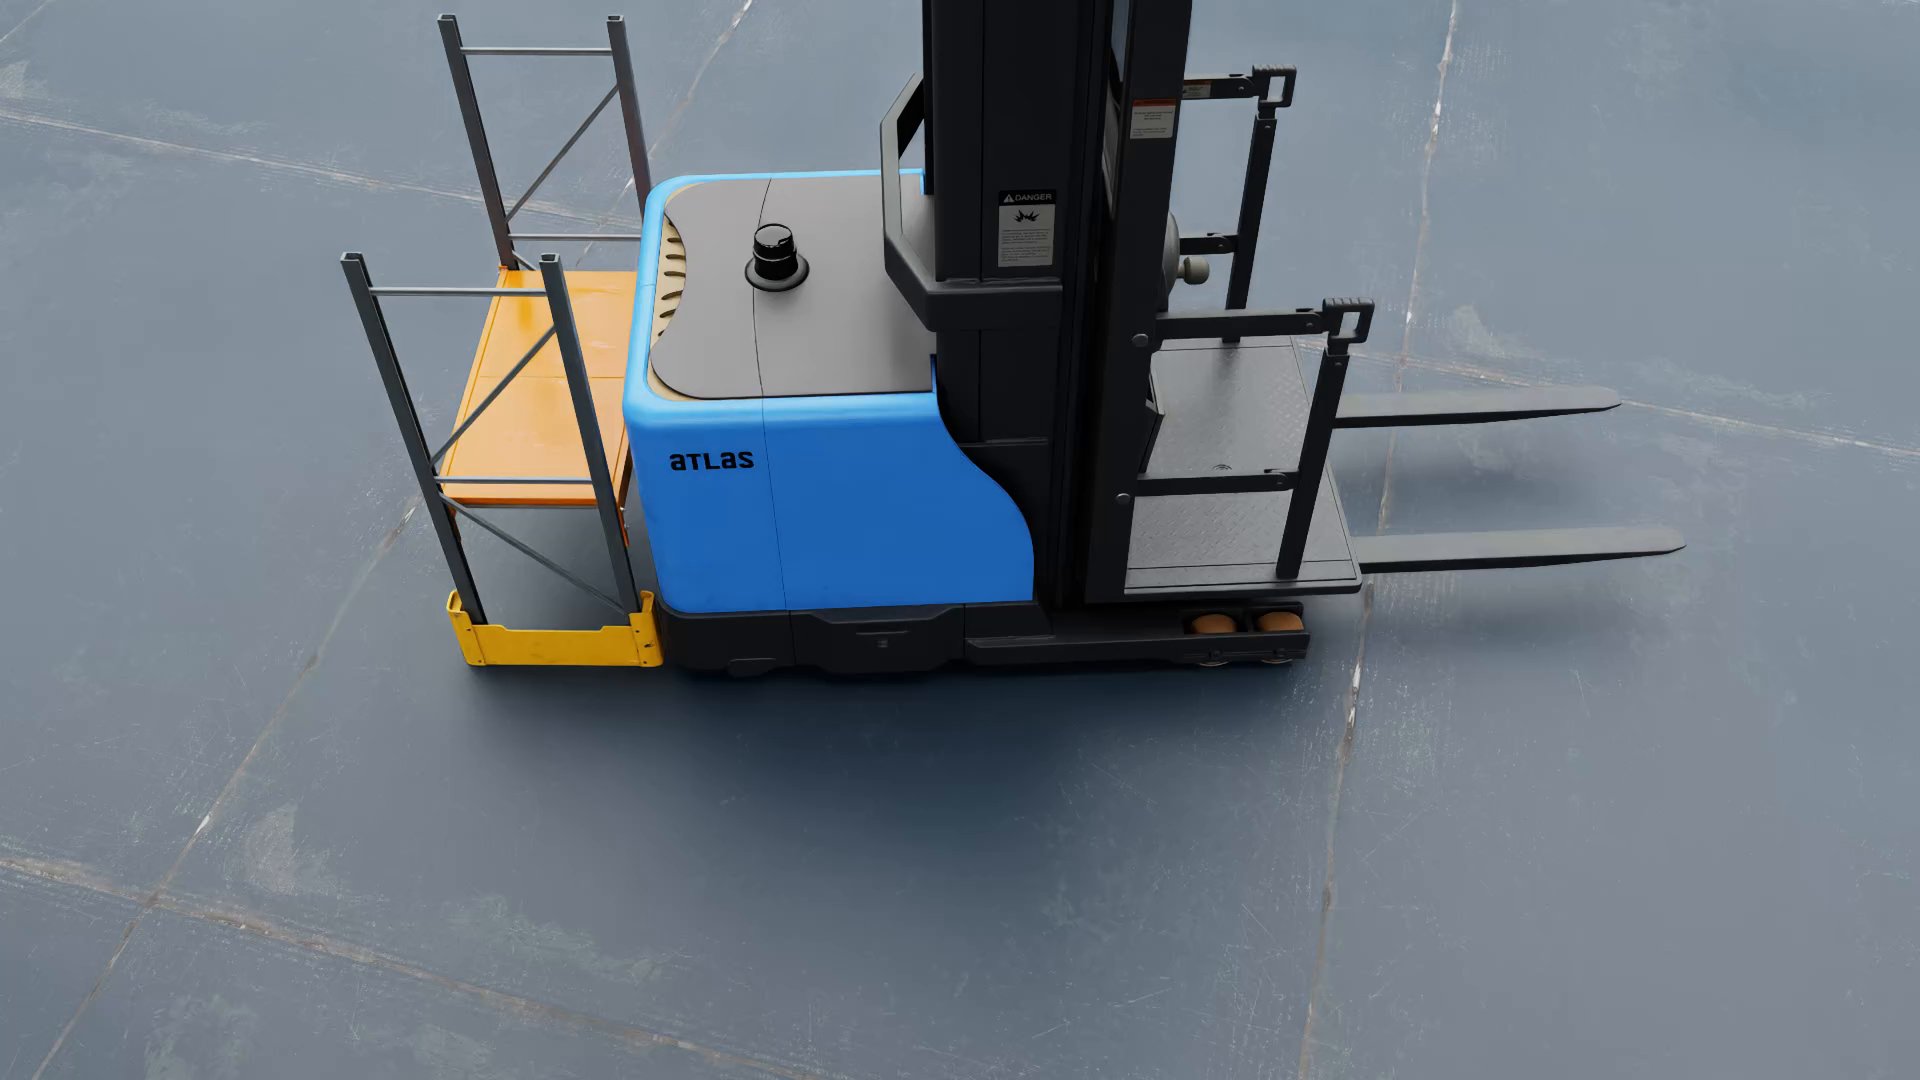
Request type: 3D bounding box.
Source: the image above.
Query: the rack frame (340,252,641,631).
[{"bbox_3d":[-1.173,-0.155,4.386,0.500,1.500,0.032,0,49,0],"label":"rack frame"}]

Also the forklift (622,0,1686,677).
[{"bbox_3d":[0.630,-0.995,4.173,3.031,2.935,1.130,-2,49,-2],"label":"forklift"}]

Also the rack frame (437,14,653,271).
[{"bbox_3d":[-1.161,-0.917,5.059,0.500,1.500,0.032,0,49,0],"label":"rack frame"}]

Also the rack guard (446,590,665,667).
[{"bbox_3d":[-1.173,0.258,4.856,0.587,0.250,0.087,0,49,0],"label":"rack guard"}]

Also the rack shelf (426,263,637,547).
[{"bbox_3d":[-1.167,-0.417,4.857,0.538,0.185,1.000,0,49,0],"label":"rack shelf"}]

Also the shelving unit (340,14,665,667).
[{"bbox_3d":[-1.167,-0.529,4.716,0.587,1.500,1.083,0,49,0],"label":"shelving unit"}]
